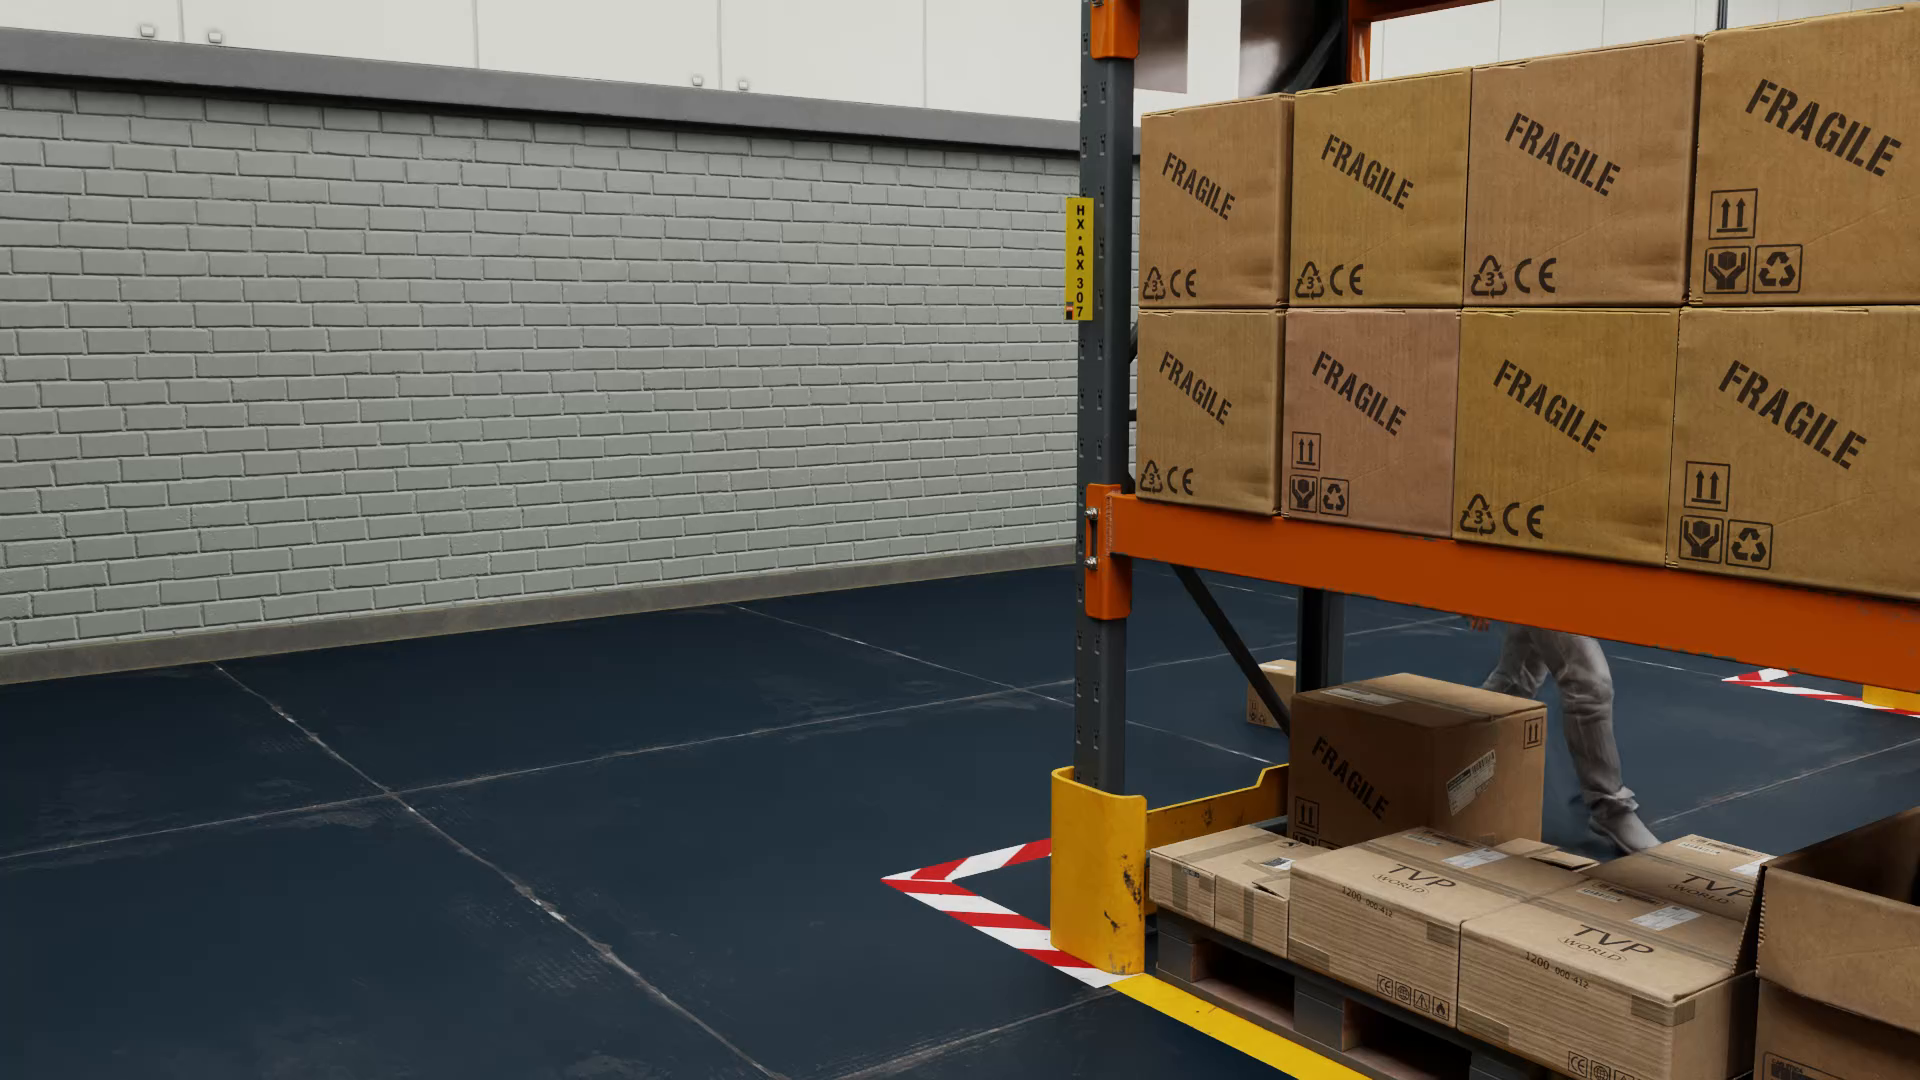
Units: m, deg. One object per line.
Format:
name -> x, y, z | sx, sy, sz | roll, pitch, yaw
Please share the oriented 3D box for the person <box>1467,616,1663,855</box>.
person -> 2.107, 0.128, 5.749 | 0.865, 1.774, 0.580 | 6, 10, 38
